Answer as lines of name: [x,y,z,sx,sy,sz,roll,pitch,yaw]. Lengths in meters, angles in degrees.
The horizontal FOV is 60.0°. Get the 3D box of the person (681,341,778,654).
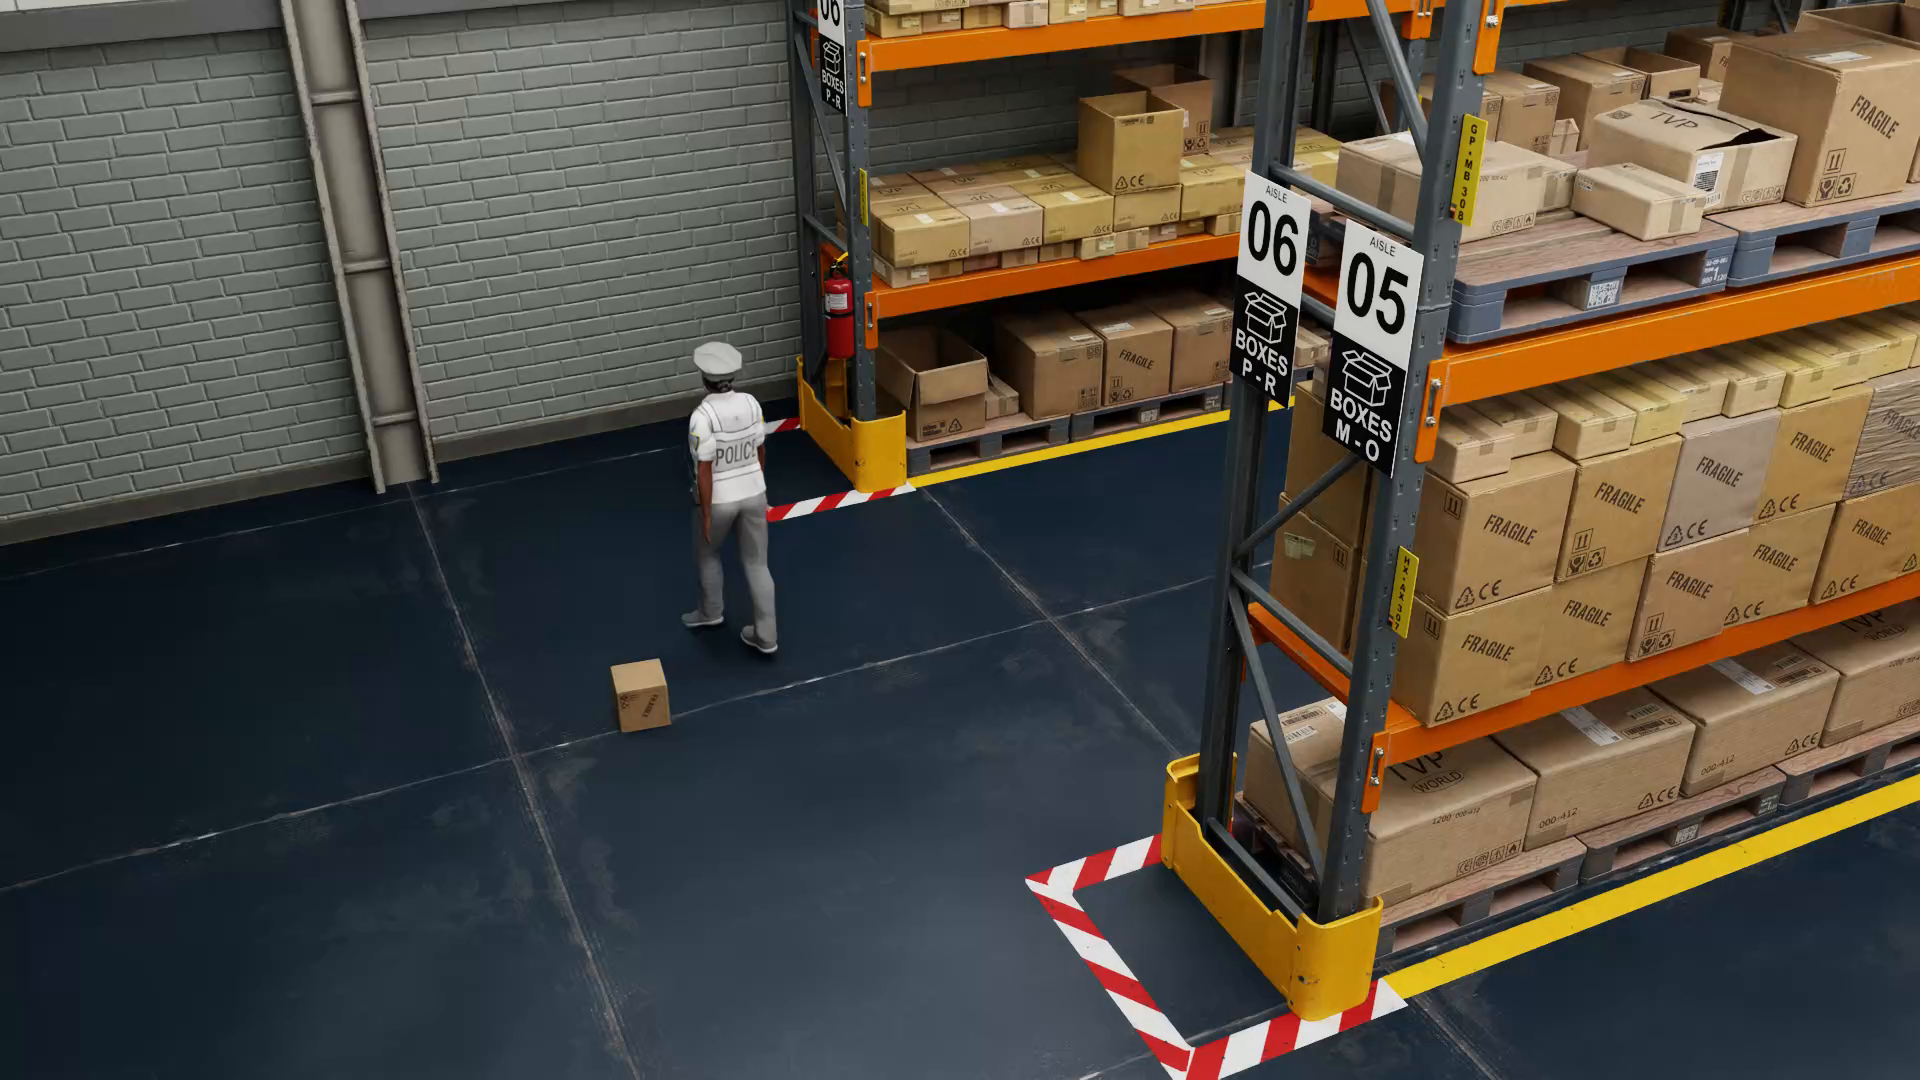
person: [-1.207,-0.198,8.805,0.477,1.697,0.697,-18,34,-29]
